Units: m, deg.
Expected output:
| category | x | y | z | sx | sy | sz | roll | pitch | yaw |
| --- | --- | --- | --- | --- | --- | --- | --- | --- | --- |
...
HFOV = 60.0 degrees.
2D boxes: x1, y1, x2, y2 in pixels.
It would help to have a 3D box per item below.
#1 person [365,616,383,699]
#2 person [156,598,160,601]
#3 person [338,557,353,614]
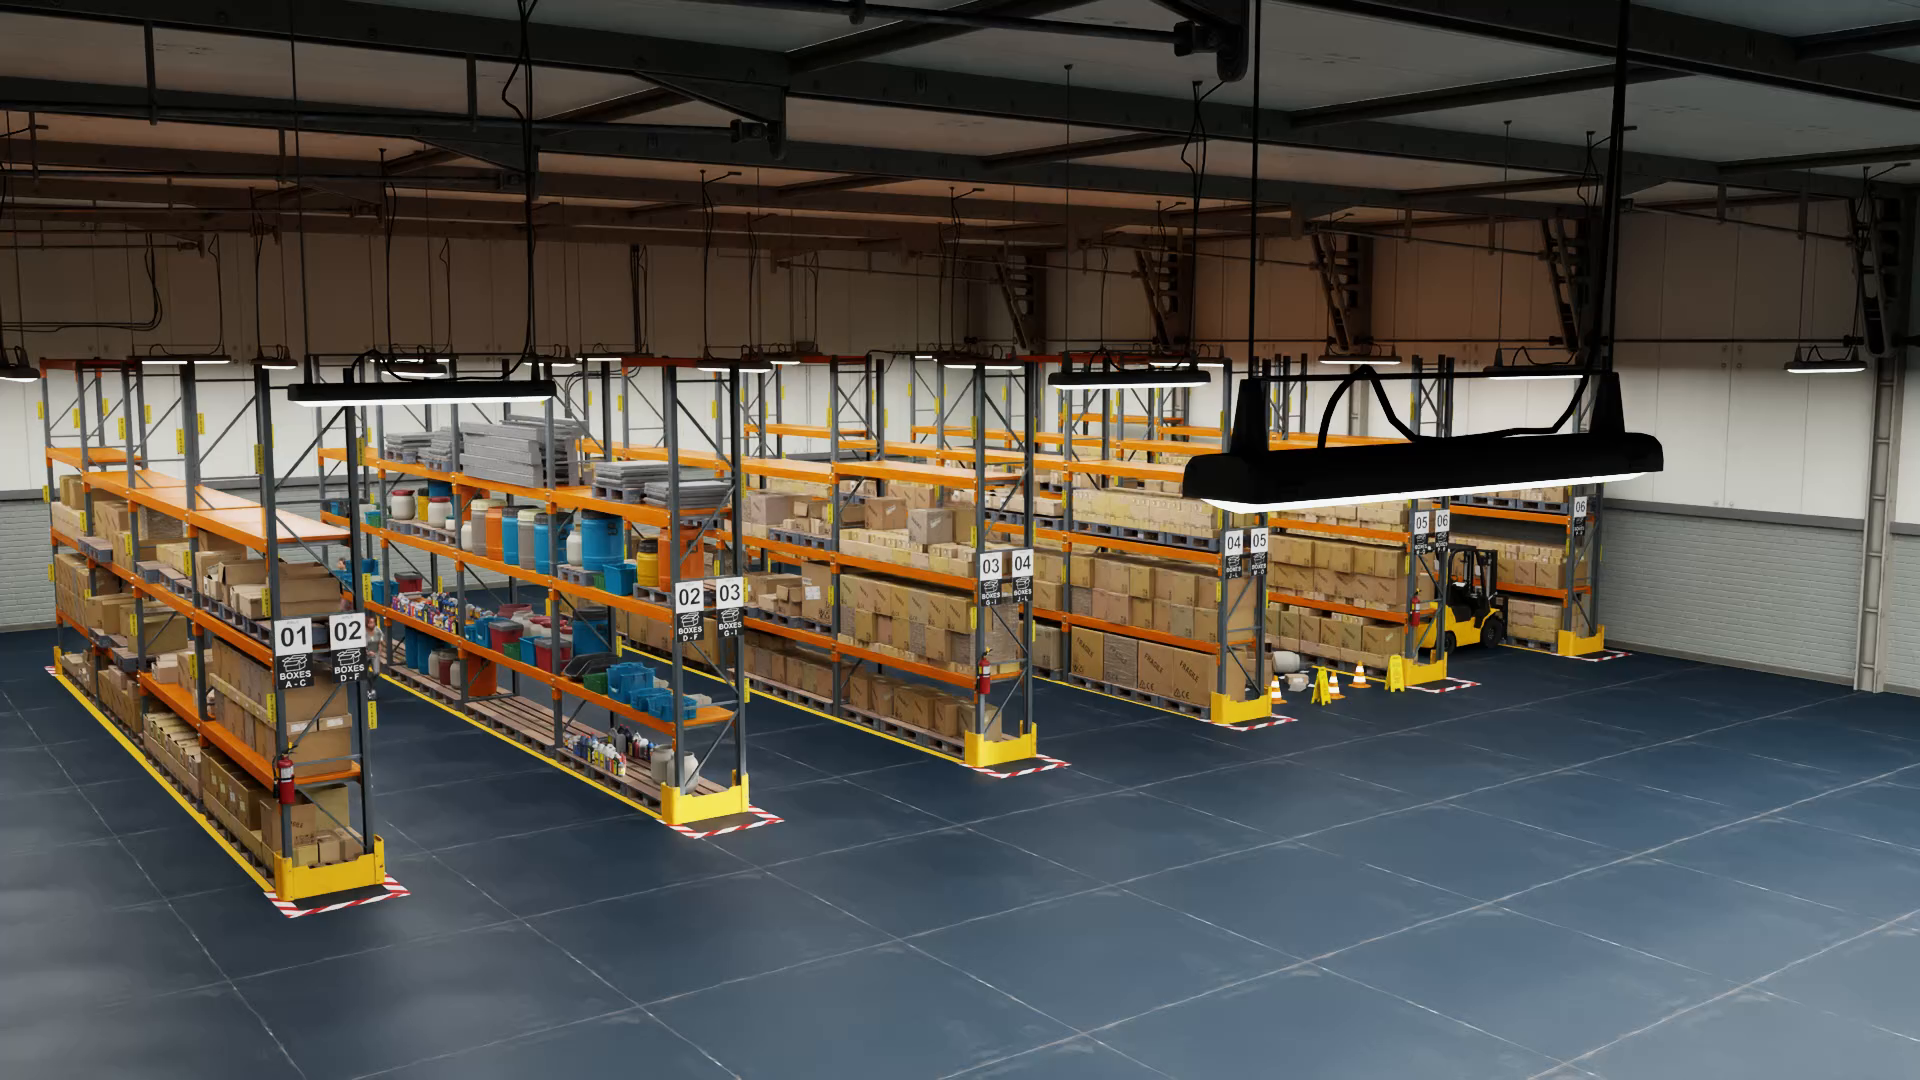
| category | x | y | z | sx | sy | sz | roll | pitch | yaw |
| --- | --- | --- | --- | --- | --- | --- | --- | --- | --- |
| person | -10.381 | 2.055 | 29.250 | 0.510 | 1.515 | 0.787 | -3 | 8 | -26 |
| person | -17.566 | 1.156 | 36.134 | 0.536 | 1.655 | 0.439 | -2 | 7 | -13 |
| person | -13.370 | 1.189 | 36.036 | 0.473 | 1.639 | 0.881 | 5 | 8 | 36 |
